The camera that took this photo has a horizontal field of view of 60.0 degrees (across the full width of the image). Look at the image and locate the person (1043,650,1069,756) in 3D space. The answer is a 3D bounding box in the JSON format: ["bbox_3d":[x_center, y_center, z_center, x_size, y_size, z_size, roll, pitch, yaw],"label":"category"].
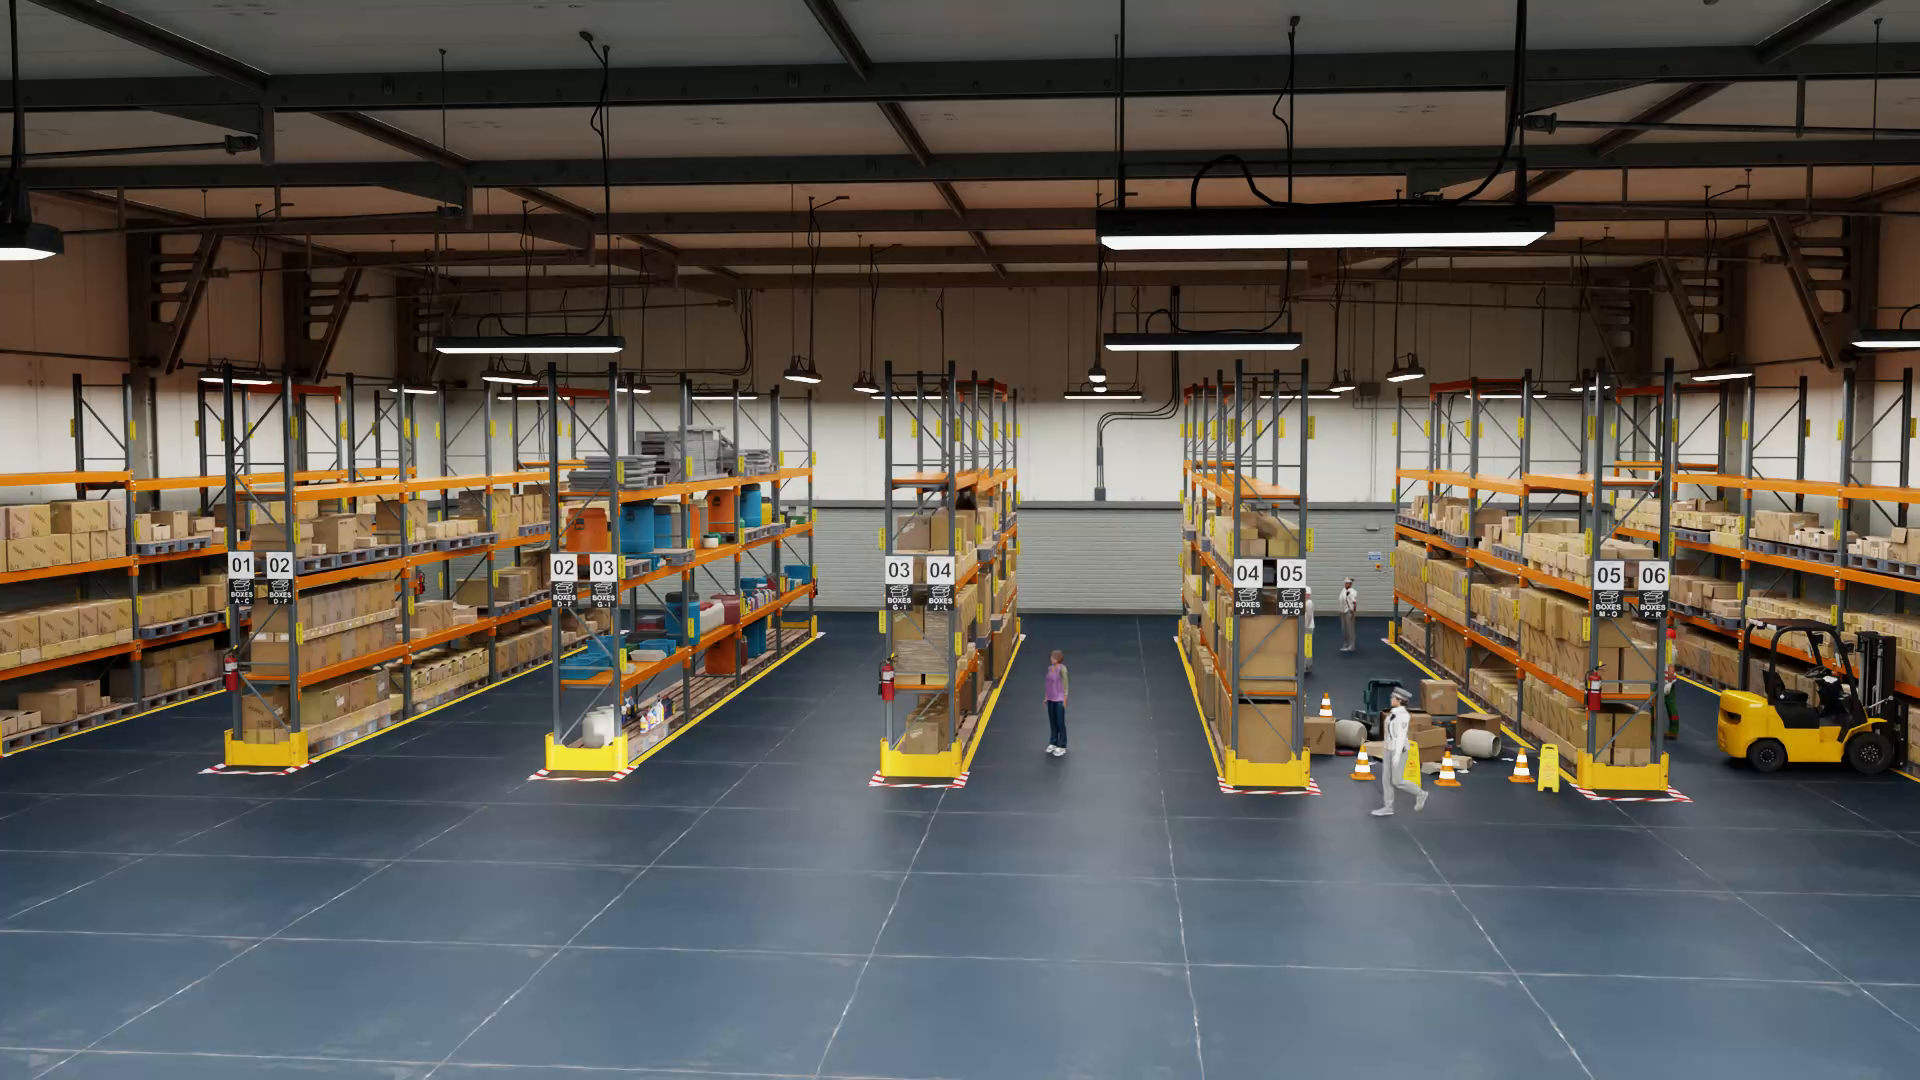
[{"bbox_3d":[1.481,2.506,25.814,0.357,1.615,0.445,-2,4,-33],"label":"person"}]

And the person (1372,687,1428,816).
[{"bbox_3d":[5.692,2.734,21.525,0.667,1.685,0.463,-1,4,-14],"label":"person"}]

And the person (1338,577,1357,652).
[{"bbox_3d":[8.783,1.695,37.736,0.357,1.740,0.505,-1,4,-10],"label":"person"}]

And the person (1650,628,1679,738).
[{"bbox_3d":[11.427,2.321,27.187,0.662,1.782,0.536,3,5,42],"label":"person"}]

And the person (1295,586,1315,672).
[{"bbox_3d":[7.145,1.843,34.445,0.386,1.776,0.548,1,4,9],"label":"person"}]
